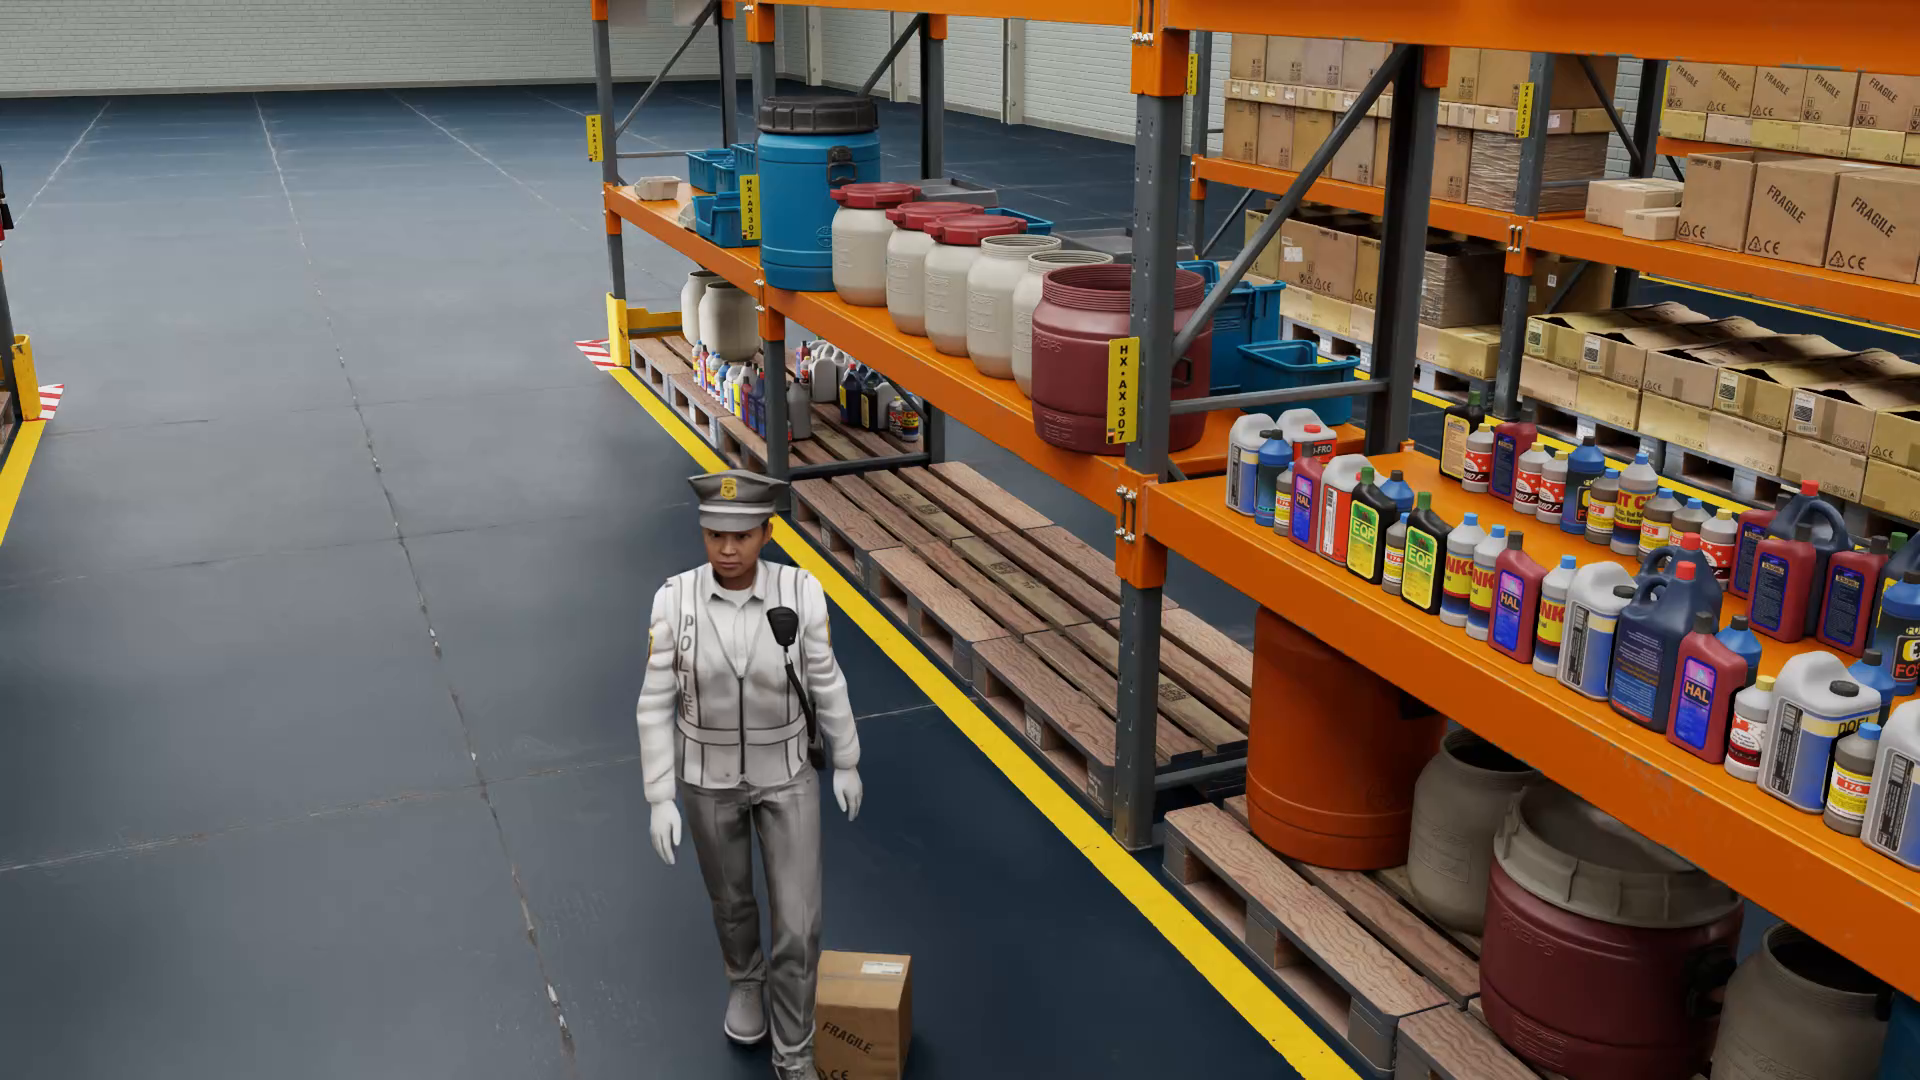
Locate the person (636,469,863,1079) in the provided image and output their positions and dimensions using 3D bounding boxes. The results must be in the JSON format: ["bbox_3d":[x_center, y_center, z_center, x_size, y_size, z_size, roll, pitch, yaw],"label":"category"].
[{"bbox_3d":[-0.525,0.634,4.228,0.554,1.735,0.621,-1,19,-3],"label":"person"}]
